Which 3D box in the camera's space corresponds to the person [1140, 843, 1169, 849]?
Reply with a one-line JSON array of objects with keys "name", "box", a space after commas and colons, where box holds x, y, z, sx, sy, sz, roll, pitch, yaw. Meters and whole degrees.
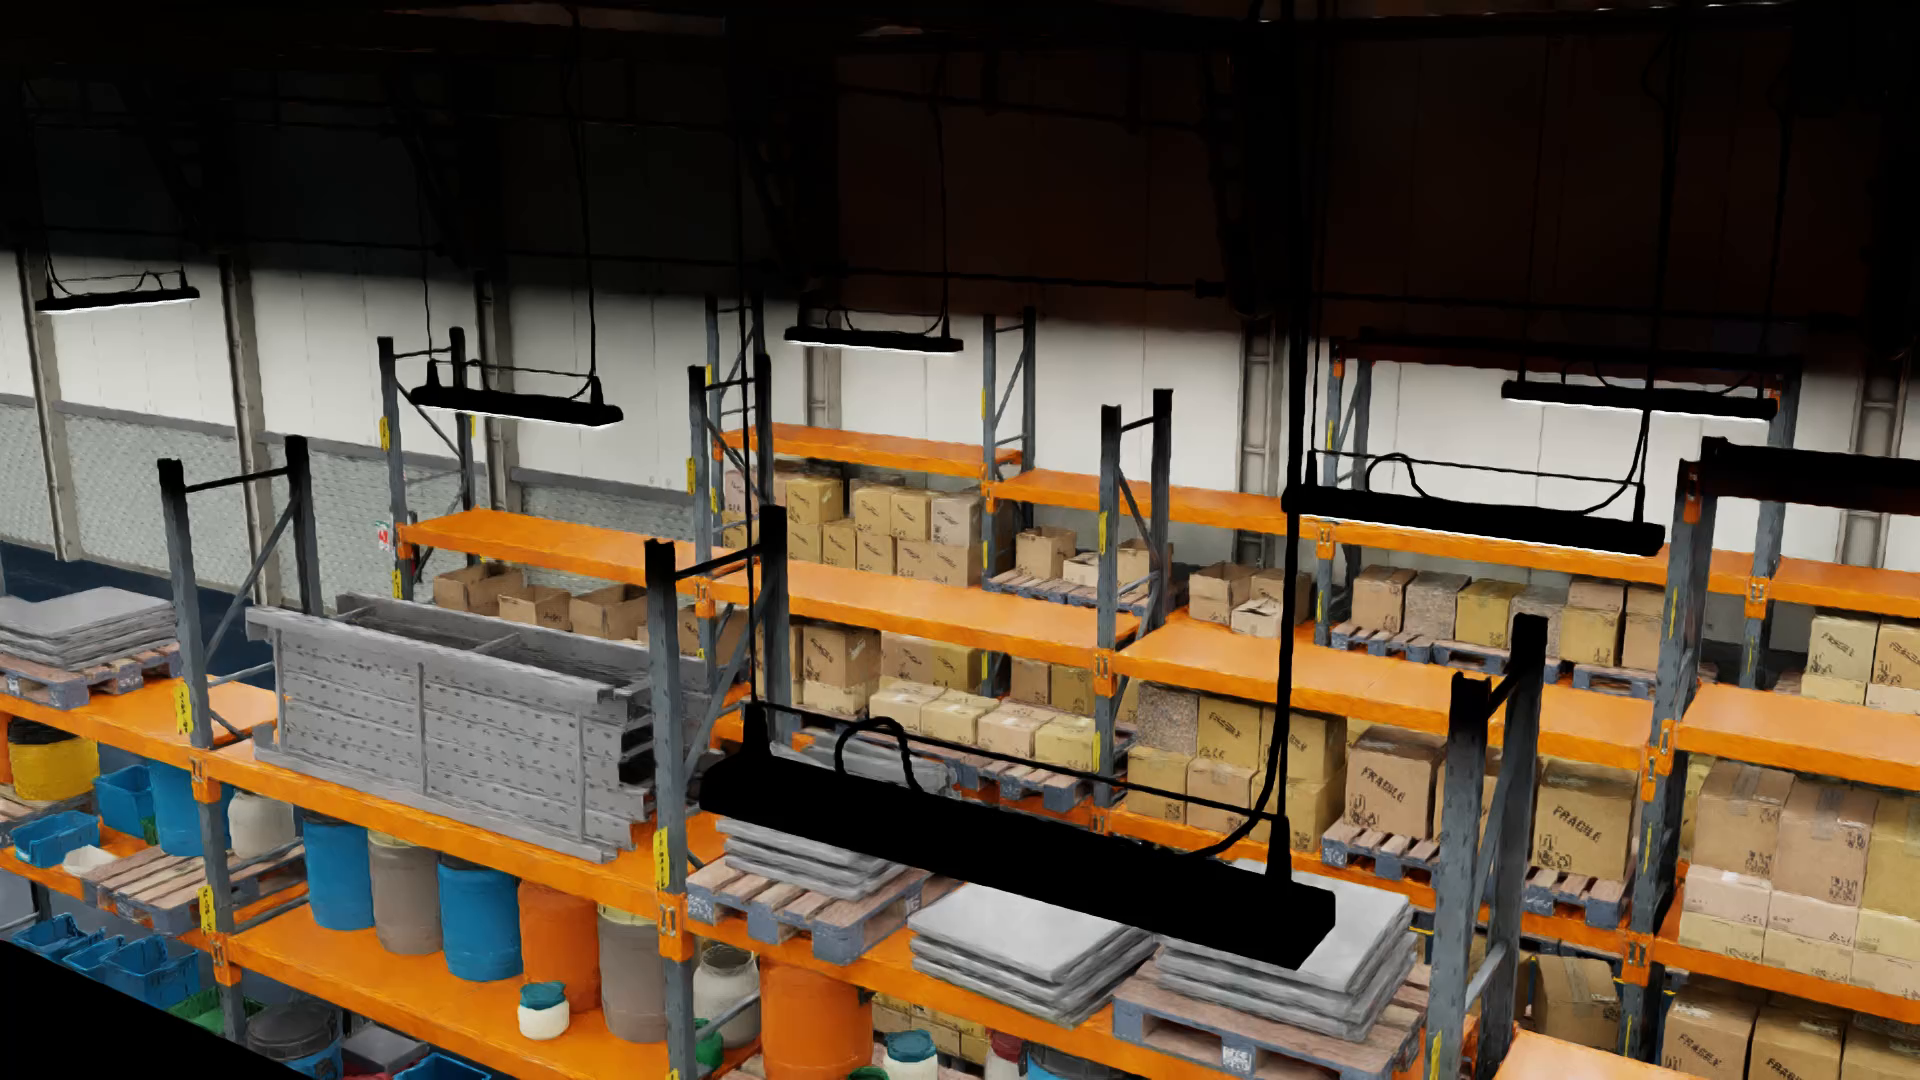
[{"name": "person", "box": [1.867, 3.444, 15.539, 0.577, 1.785, 0.655, -7, 16, -27]}]
